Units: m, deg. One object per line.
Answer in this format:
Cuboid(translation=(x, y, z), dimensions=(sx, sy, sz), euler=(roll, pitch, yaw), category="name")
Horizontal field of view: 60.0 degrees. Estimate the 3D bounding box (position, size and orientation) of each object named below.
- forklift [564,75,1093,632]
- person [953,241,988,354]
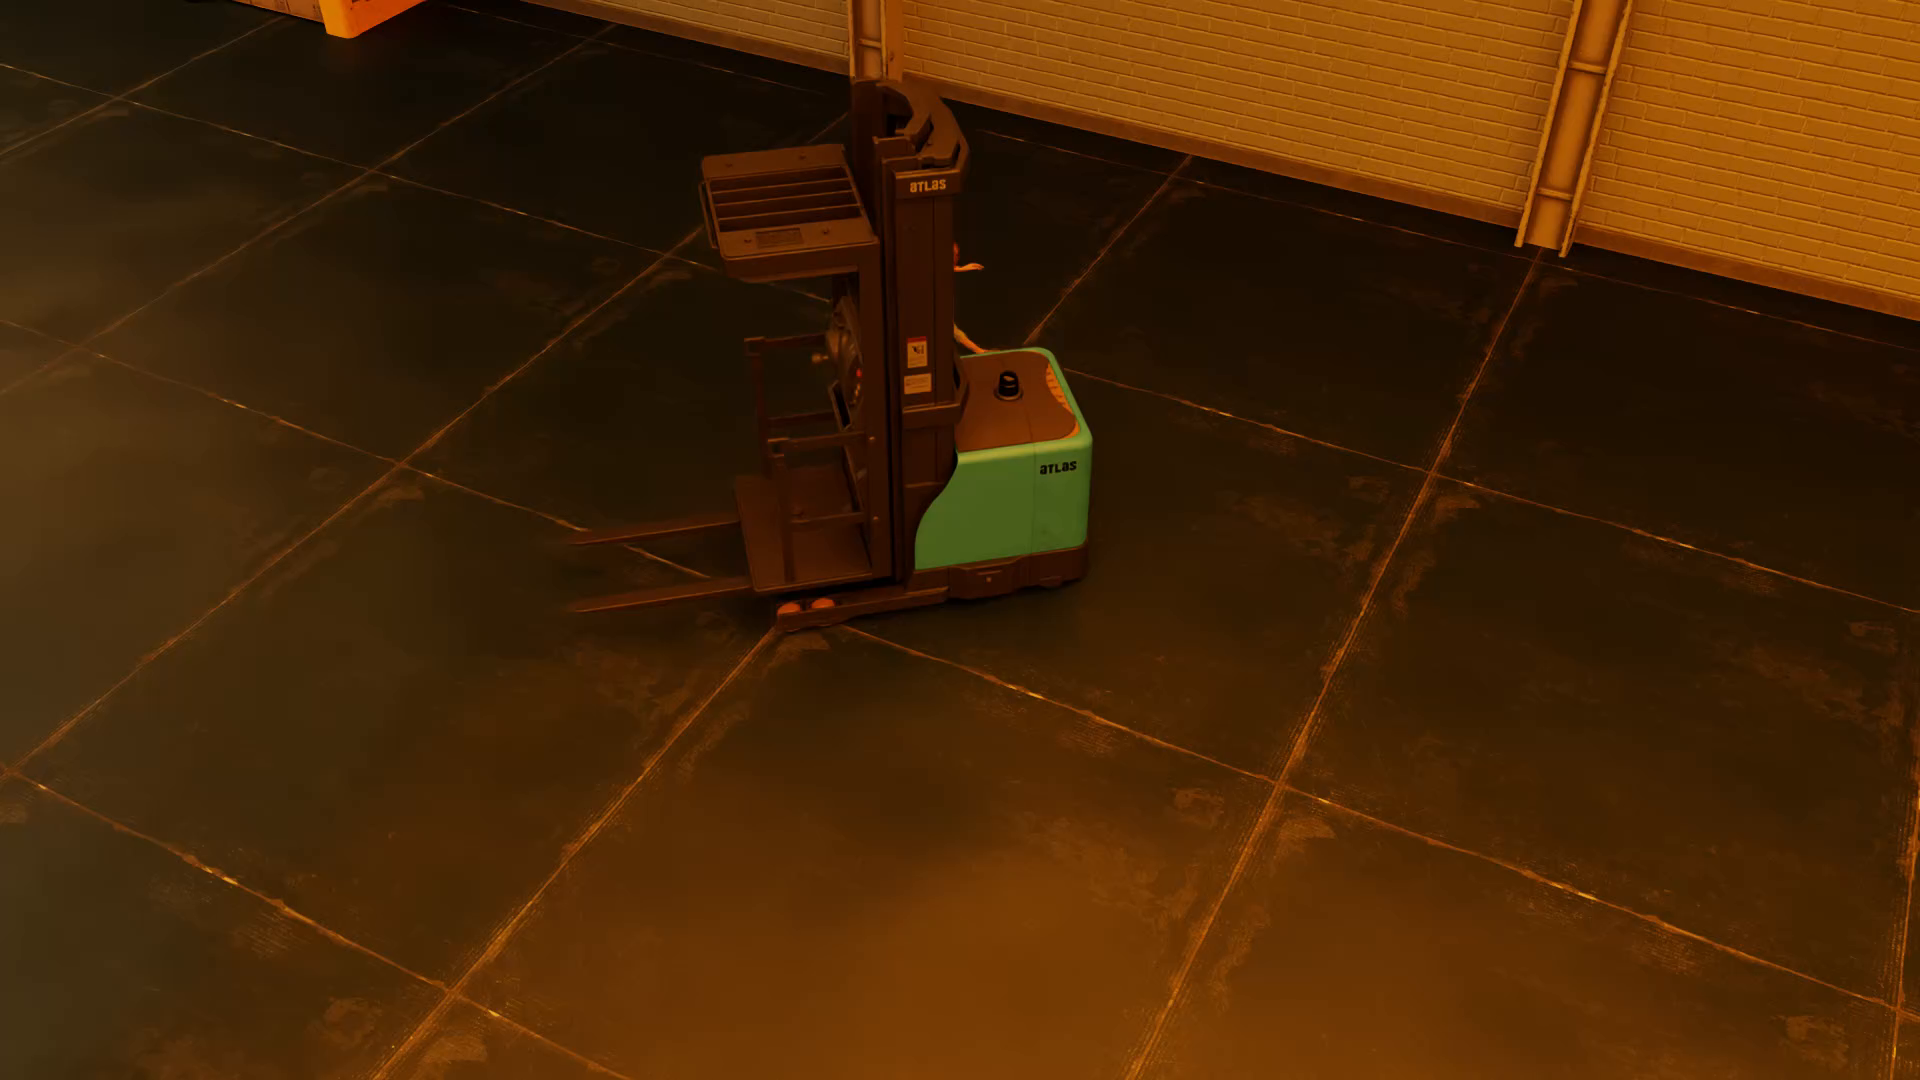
Cuboid(translation=(-0.811, -0.965, 9.132), dimensions=(3.031, 2.935, 1.130), euler=(-8, 41, -10), category="forklift")
Cuboid(translation=(-0.013, -1.262, 10.716), dimensions=(0.849, 1.366, 1.026), euler=(-23, 45, -25), category="person")
